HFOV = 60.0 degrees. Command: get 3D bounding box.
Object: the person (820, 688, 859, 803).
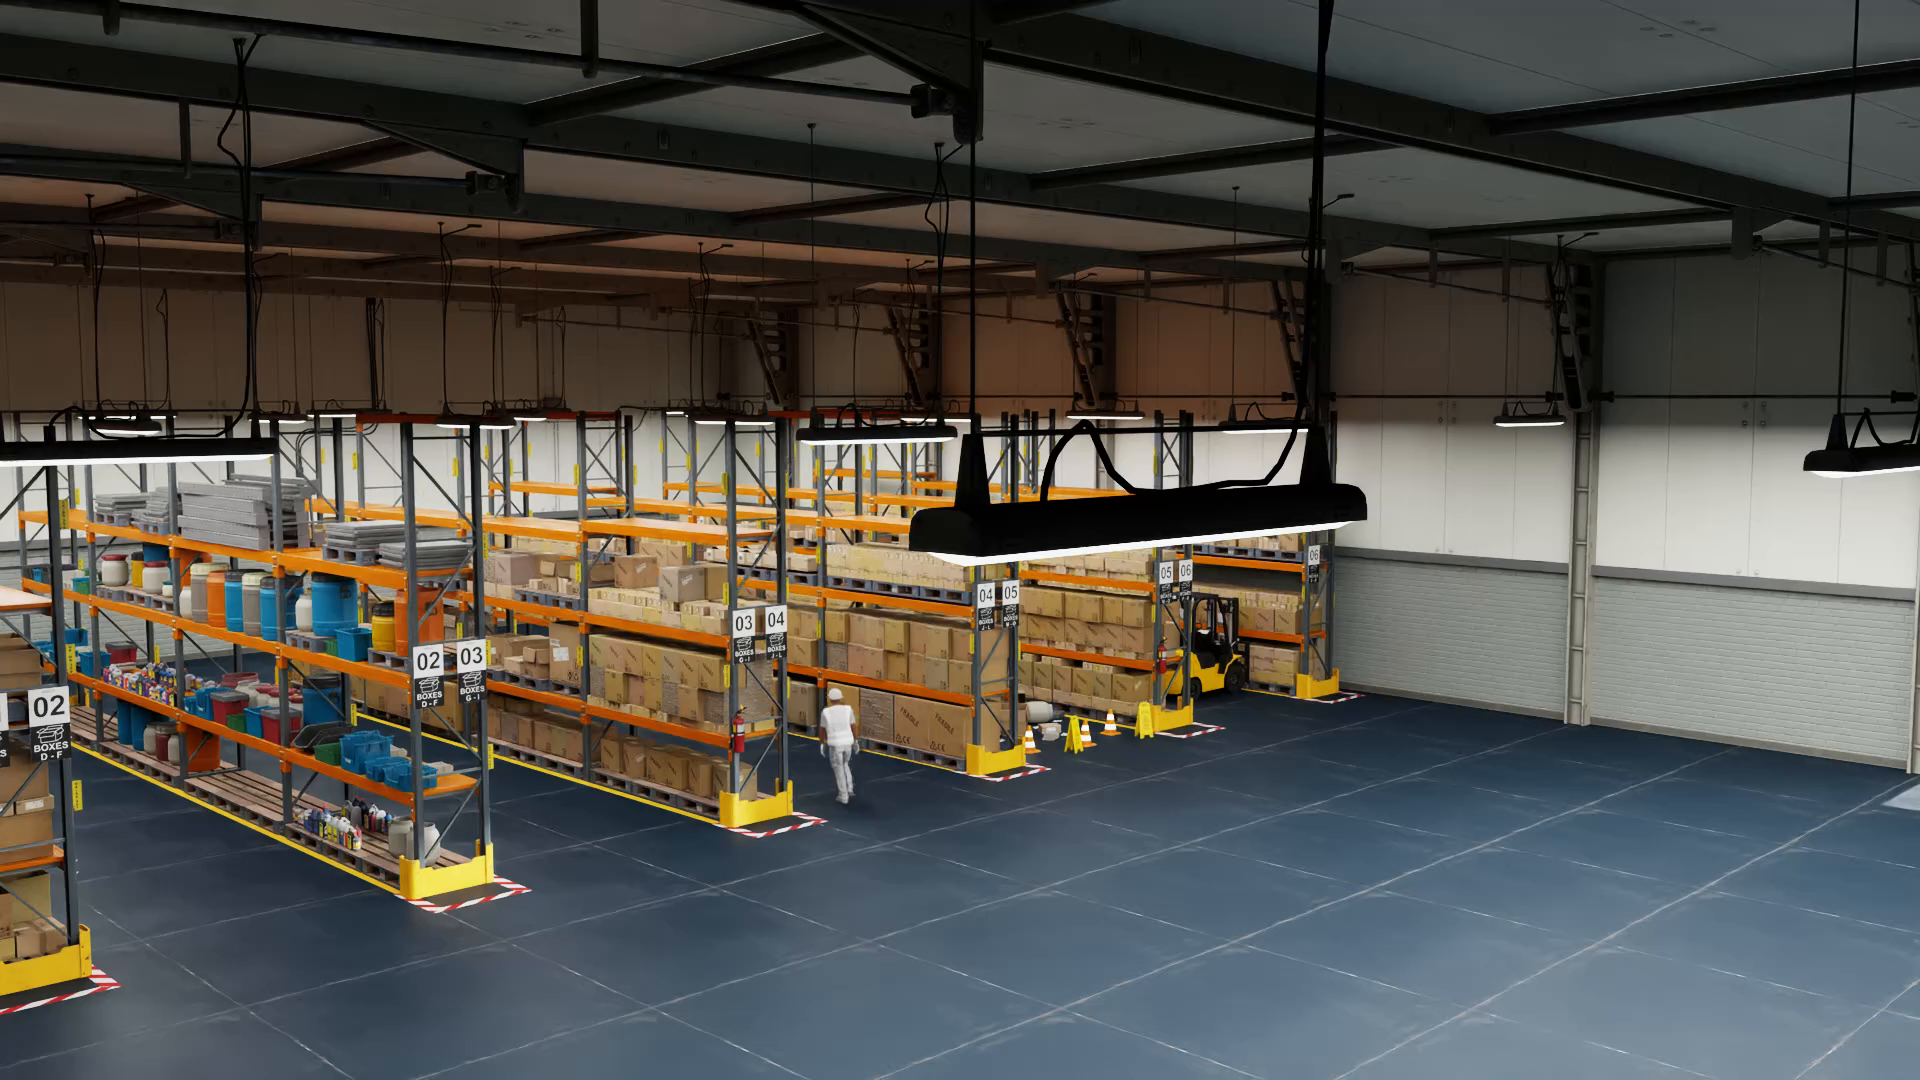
[{"bbox_3d":[-1.896,3.183,25.879,0.563,1.765,0.496,-3,6,-31],"label":"person"}]
